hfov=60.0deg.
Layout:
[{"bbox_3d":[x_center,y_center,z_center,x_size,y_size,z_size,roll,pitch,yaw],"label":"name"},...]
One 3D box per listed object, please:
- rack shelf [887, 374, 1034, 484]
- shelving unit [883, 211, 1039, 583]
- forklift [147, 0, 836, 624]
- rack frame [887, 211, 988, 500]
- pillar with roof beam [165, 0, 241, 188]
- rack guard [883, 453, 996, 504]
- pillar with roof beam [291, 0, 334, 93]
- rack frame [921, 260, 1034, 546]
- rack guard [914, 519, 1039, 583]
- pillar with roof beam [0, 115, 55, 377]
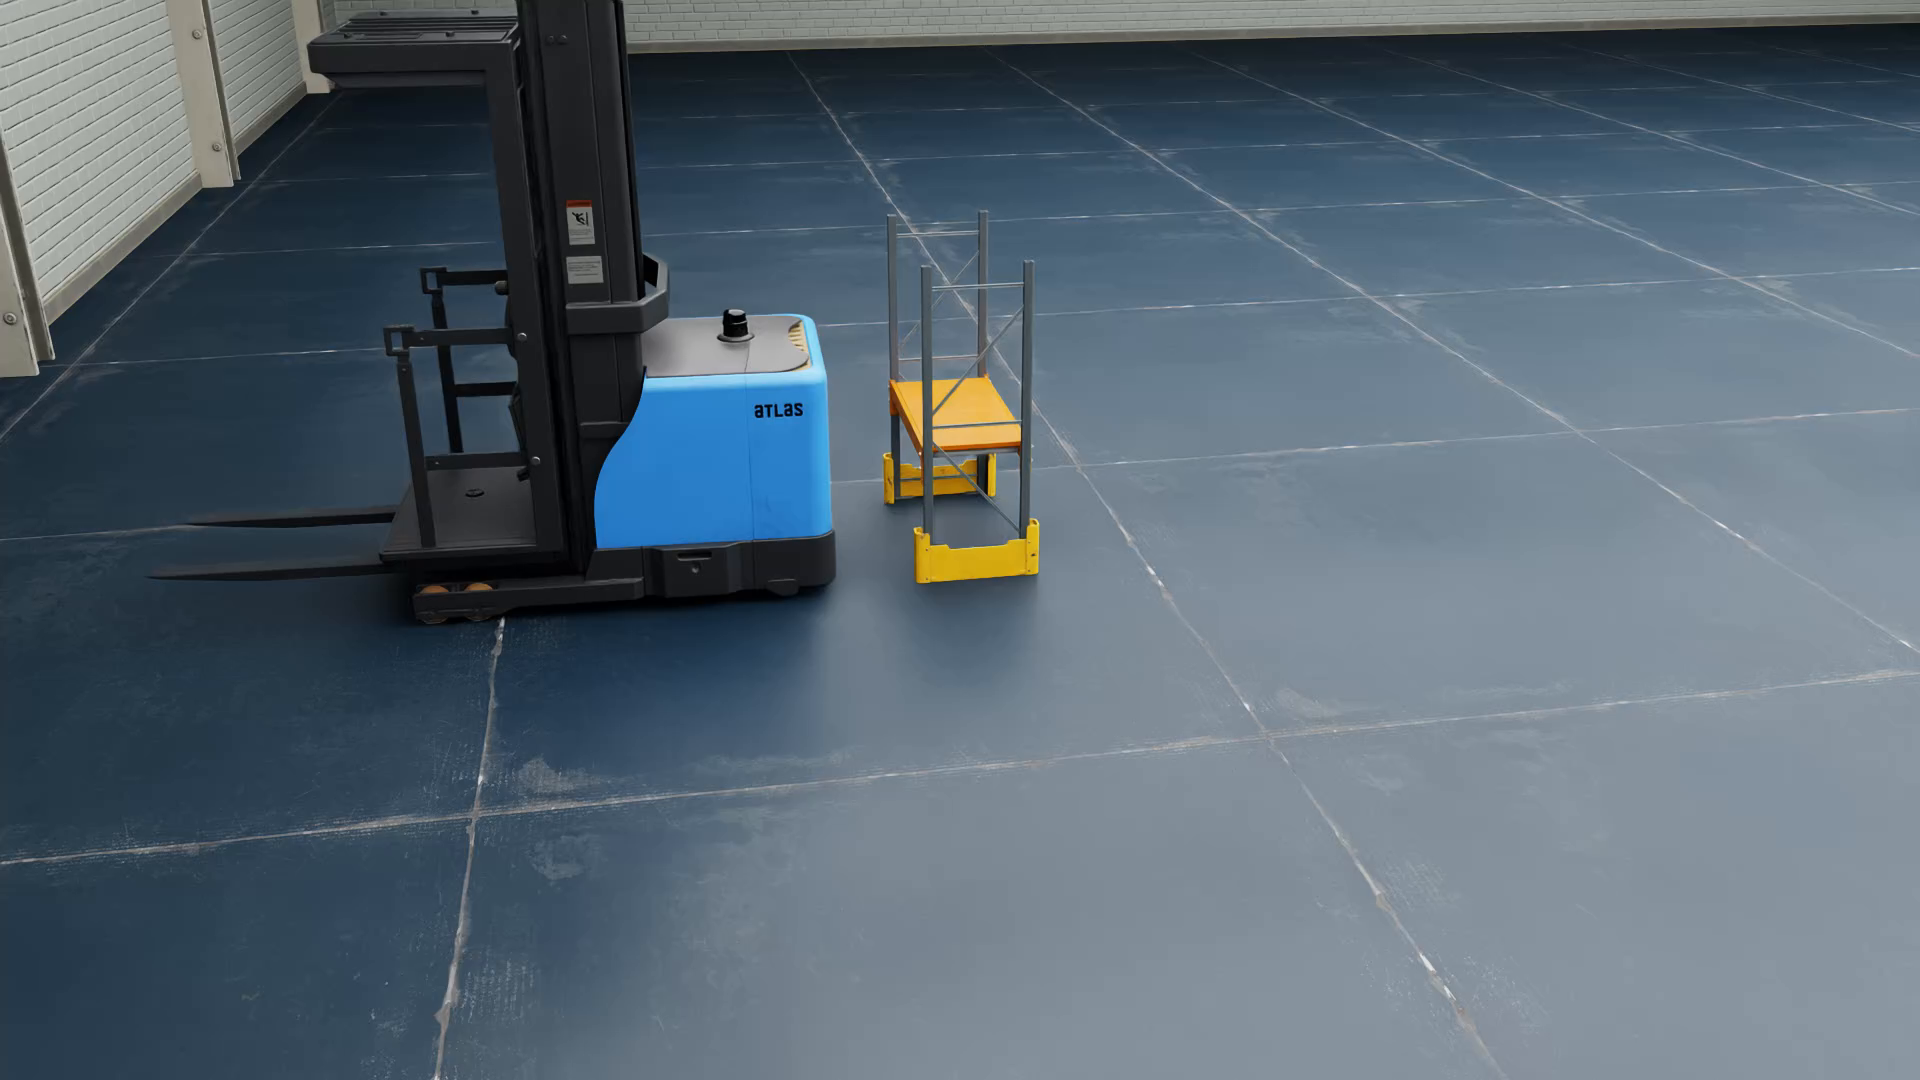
[{"bbox_3d":[-0.016,-0.556,8.099,0.538,0.185,1.000,-4,24,-10],"label":"rack shelf"},{"bbox_3d":[-0.014,-0.717,8.018,0.587,1.500,1.083,-4,24,-10],"label":"shelving unit"},{"bbox_3d":[-2.133,-1.196,7.326,3.031,2.935,1.130,-3,24,-7],"label":"forklift"},{"bbox_3d":[-0.110,-0.921,8.484,0.500,1.500,0.032,-4,24,-10],"label":"rack frame"},{"bbox_3d":[-2.989,-7.925,15.151,9.100,9.000,0.400,-4,24,-10],"label":"pillar with roof beam"},{"bbox_3d":[-0.106,-0.340,8.717,0.587,0.250,0.087,-4,24,-10],"label":"rack guard"},{"bbox_3d":[-4.098,-10.285,20.555,9.100,9.000,0.400,-4,24,-10],"label":"pillar with roof beam"},{"bbox_3d":[0.078,-0.521,7.569,0.500,1.500,0.032,-4,24,-10],"label":"rack frame"},{"bbox_3d":[0.078,0.051,7.820,0.587,0.250,0.087,-4,24,-10],"label":"rack guard"},{"bbox_3d":[-1.879,-5.565,9.748,9.100,9.000,0.400,-4,24,-10],"label":"pillar with roof beam"}]
